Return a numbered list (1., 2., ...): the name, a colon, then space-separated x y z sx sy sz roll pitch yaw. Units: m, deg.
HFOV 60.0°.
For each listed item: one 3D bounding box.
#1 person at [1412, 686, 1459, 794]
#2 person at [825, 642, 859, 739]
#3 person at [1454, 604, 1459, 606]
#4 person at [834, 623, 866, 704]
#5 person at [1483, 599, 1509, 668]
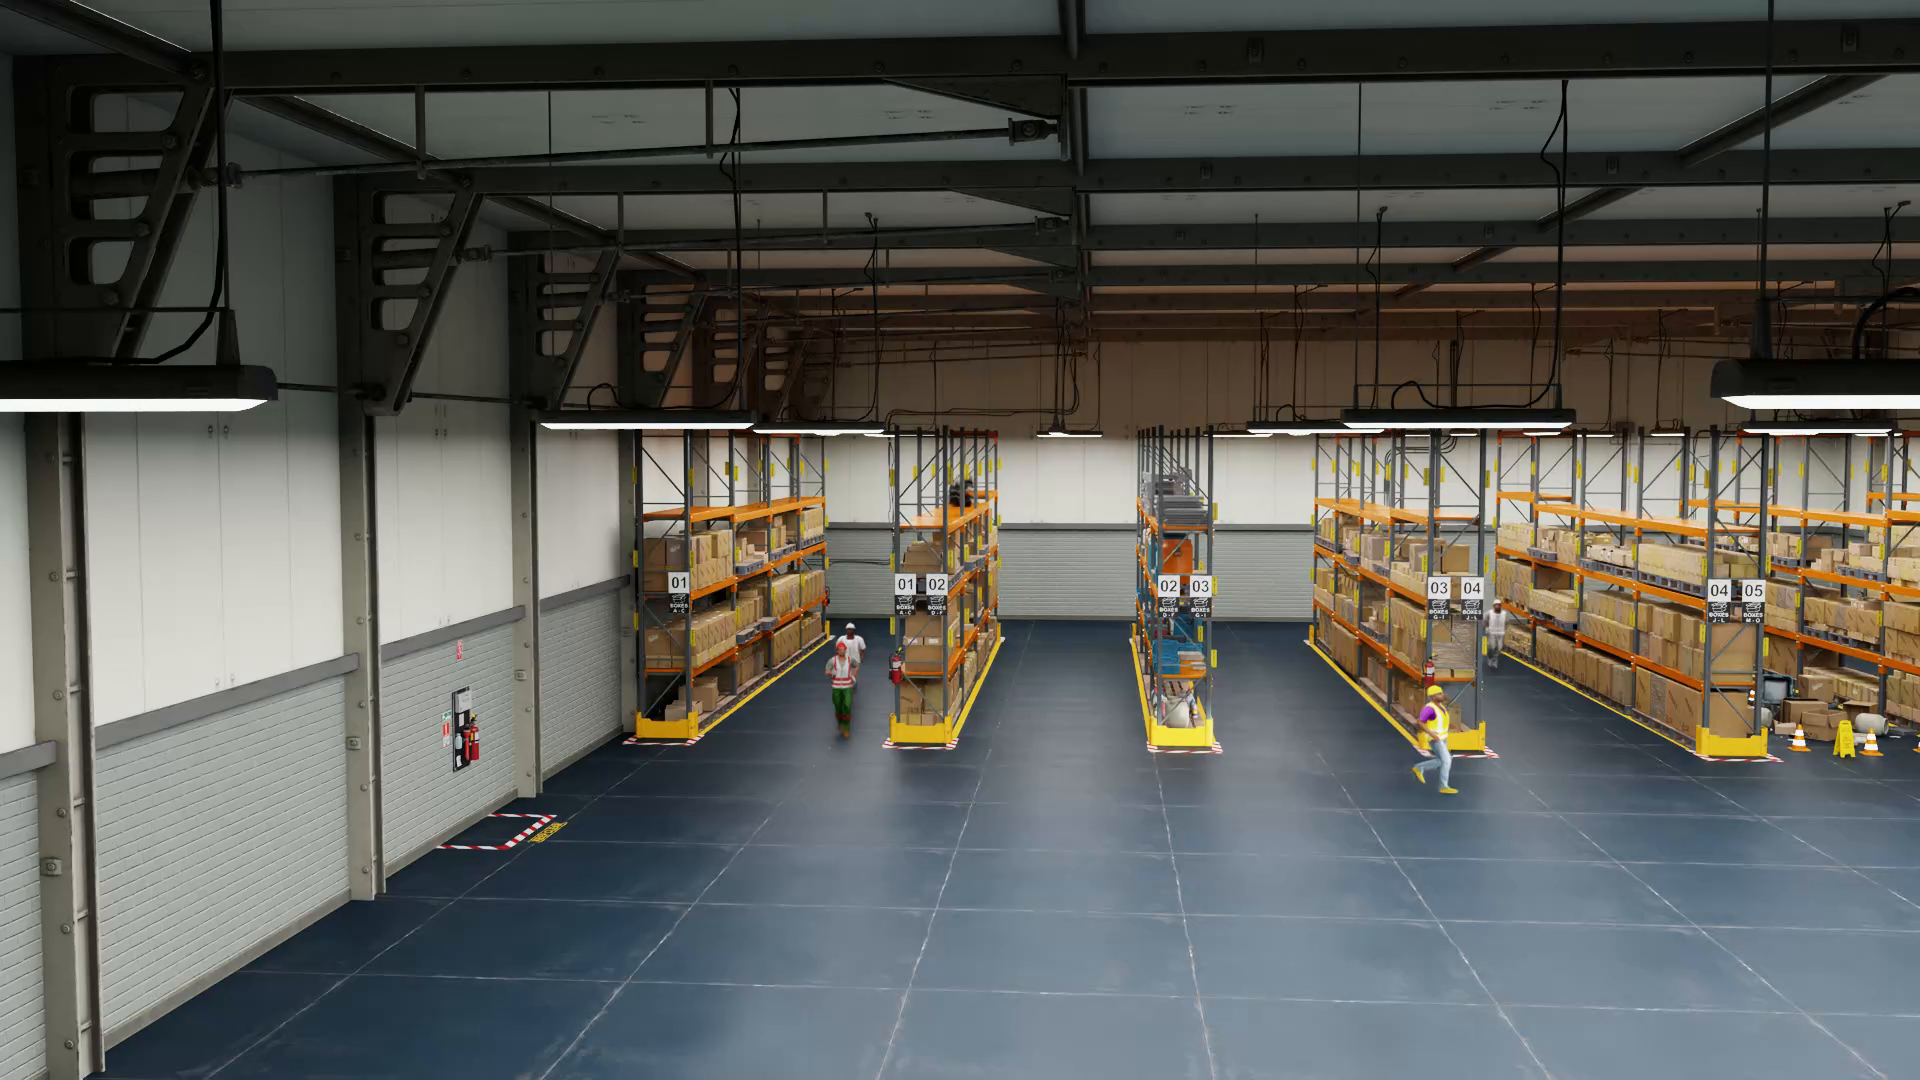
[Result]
1. person: 7.719 3.231 27.027 0.820 1.736 0.703 3 4 37
2. person: -2.293 2.881 32.193 0.644 1.818 0.804 0 3 -1
3. person: 13.511 2.139 45.566 0.603 1.683 0.909 1 4 13
4. person: -2.401 2.682 36.345 0.701 1.741 0.750 0 3 0
5. person: 13.384 2.353 41.442 0.653 1.738 0.584 0 3 2
